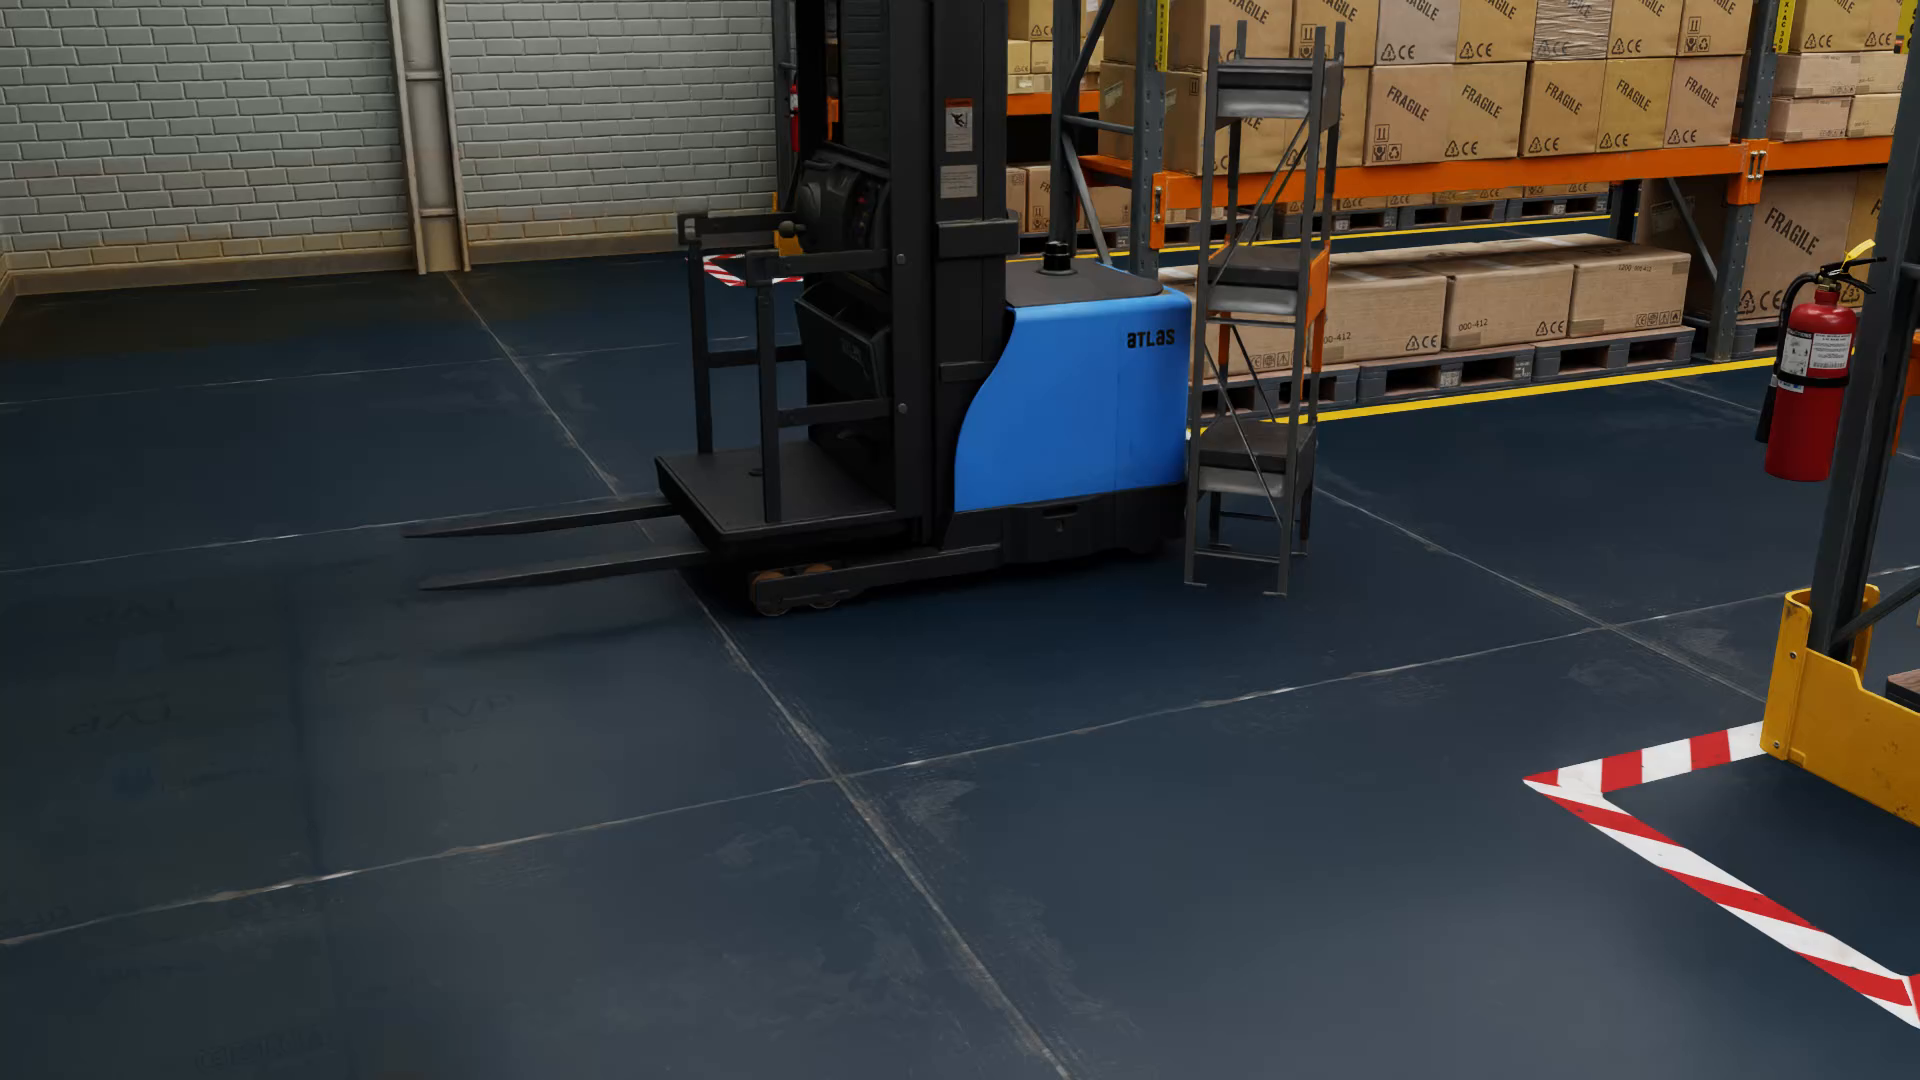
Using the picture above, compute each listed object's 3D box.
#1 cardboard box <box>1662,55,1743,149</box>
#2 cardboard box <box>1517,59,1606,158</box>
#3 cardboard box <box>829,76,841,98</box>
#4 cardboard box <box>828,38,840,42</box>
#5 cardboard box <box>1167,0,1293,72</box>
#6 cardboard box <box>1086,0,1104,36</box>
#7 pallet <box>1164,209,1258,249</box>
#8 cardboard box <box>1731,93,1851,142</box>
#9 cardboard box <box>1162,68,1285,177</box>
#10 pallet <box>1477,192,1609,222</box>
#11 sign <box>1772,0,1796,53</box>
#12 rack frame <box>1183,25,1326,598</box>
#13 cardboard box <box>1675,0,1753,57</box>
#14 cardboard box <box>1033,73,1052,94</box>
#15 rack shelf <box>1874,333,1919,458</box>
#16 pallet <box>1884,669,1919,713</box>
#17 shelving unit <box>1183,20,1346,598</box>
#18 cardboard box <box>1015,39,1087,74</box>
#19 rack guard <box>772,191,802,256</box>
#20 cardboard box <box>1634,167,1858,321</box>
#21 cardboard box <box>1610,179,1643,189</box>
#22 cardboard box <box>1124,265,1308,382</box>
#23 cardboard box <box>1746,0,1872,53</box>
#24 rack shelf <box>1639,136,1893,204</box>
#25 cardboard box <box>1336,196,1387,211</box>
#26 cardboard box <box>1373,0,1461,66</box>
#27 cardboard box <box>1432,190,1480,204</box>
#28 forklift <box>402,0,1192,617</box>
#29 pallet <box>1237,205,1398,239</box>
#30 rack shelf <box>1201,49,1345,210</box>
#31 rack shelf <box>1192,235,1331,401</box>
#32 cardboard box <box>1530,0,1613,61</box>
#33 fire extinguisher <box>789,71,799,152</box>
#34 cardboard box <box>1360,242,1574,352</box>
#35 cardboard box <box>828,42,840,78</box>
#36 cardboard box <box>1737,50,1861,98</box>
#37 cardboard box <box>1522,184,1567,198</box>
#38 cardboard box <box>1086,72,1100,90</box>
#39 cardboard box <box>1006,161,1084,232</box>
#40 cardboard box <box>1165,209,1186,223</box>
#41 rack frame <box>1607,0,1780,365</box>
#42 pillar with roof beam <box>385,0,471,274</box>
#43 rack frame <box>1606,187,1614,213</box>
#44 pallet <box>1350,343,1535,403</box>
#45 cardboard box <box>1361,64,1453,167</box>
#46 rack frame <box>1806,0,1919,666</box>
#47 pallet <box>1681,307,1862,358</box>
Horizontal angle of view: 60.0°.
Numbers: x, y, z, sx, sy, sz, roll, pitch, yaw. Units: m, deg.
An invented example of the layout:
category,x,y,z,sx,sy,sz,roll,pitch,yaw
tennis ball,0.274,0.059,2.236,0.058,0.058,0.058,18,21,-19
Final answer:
category,x,y,z,sx,sy,sz,roll,pitch,yaw
cardboard box,4.087,-2.541,9.572,0.500,0.500,0.500,-8,21,-21
cardboard box,3.161,-2.401,9.174,0.500,0.500,0.500,-8,21,-23
cardboard box,-0.820,-3.461,12.713,0.250,0.149,0.380,-8,21,-22
cardboard box,-0.913,-3.831,13.163,0.500,0.250,0.500,-8,21,-20
cardboard box,1.293,-2.602,8.239,0.500,0.500,0.500,-9,21,-23
cardboard box,0.970,-4.455,13.806,0.500,0.500,0.500,-9,21,-23
pallet,1.811,-2.741,14.488,1.213,0.211,1.003,-8,21,-22
cardboard box,4.921,-2.539,9.944,0.500,0.250,0.500,-9,21,-23
cardboard box,1.294,-2.129,8.403,0.500,0.500,0.500,-8,21,-22
pallet,5.415,-3.270,15.992,1.213,0.211,1.003,-8,21,-22
sign,4.633,-2.910,9.346,0.005,0.325,0.100,-8,21,-22
rack frame,1.066,-0.793,6.112,0.400,2.100,0.015,7,21,19
cardboard box,4.088,-3.005,9.385,0.500,0.500,0.500,-8,21,-22
cardboard box,0.616,-3.656,13.267,0.250,0.149,0.380,-8,21,-21
rack shelf,4.629,-0.534,5.106,4.000,0.370,1.077,-8,21,-22
pallet,3.622,0.599,5.004,1.213,0.211,1.003,-8,21,-22
shelving unit,1.150,-0.869,6.328,0.431,2.100,0.503,7,21,19
cardboard box,0.681,-3.875,13.288,0.500,0.250,0.500,-9,21,-23
rack guard,-1.161,-2.451,13.230,0.348,0.500,1.175,-8,21,-22
cardboard box,4.950,-1.935,10.567,0.875,0.875,0.875,-7,21,-20
cardboard box,6.693,-3.828,16.321,0.625,0.625,0.875,-7,21,-20
cardboard box,1.306,-1.214,9.178,0.875,0.438,0.875,-9,21,-24
cardboard box,4.930,-3.122,9.716,0.500,0.500,0.500,-8,21,-21
rack shelf,6.248,-2.557,10.850,4.000,0.370,1.077,-8,21,-22
cardboard box,3.461,-3.233,14.819,0.500,0.500,0.500,-8,21,-23
cardboard box,2.234,-2.742,8.637,0.500,0.500,0.500,-8,21,-22
cardboard box,4.399,-3.364,15.190,0.500,0.500,0.500,-9,21,-24
forklift,-0.635,-1.295,6.285,3.031,2.935,1.130,-8,21,-21
pallet,3.174,-2.949,15.080,1.213,0.211,1.003,-8,21,-22
rack shelf,1.150,-1.516,6.100,0.431,0.518,0.480,7,21,19
rack shelf,1.150,-0.856,6.333,0.431,0.518,0.480,7,21,19
cardboard box,3.155,-2.871,9.004,0.500,0.500,0.500,-8,21,-21
fire extinguisher,-1.182,-3.247,12.406,0.183,0.674,0.296,-8,21,-22
cardboard box,2.971,-1.455,9.862,0.875,0.438,0.875,-9,21,-24
cardboard box,-0.707,-3.667,12.698,0.500,0.250,0.500,-8,21,-22
cardboard box,4.928,-2.770,9.845,0.500,0.250,0.500,-9,21,-23
cardboard box,5.348,-3.507,15.598,0.500,0.500,0.500,-8,21,-23
cardboard box,1.034,-3.758,13.557,0.250,0.149,0.380,-8,21,-21
cardboard box,0.694,-2.830,13.675,0.500,0.500,0.500,-8,21,-21
cardboard box,1.719,-2.845,14.069,0.258,0.266,0.396,-7,21,-20
rack frame,4.412,-2.633,9.983,0.127,3.000,1.000,-8,21,-22
pillar with roof beam,-2.358,-5.057,7.835,0.400,9.000,9.100,-8,21,-22
rack frame,6.115,-4.672,15.775,0.127,3.000,1.000,-8,21,-22
pallet,2.561,-1.080,9.770,1.213,0.211,1.003,-8,21,-22
cardboard box,2.221,-2.266,8.790,0.500,0.500,0.500,-8,21,-22
rack frame,2.793,-0.610,4.239,0.127,3.000,1.000,-8,21,-22
pallet,5.091,-1.442,10.800,1.213,0.211,1.003,-8,21,-22
